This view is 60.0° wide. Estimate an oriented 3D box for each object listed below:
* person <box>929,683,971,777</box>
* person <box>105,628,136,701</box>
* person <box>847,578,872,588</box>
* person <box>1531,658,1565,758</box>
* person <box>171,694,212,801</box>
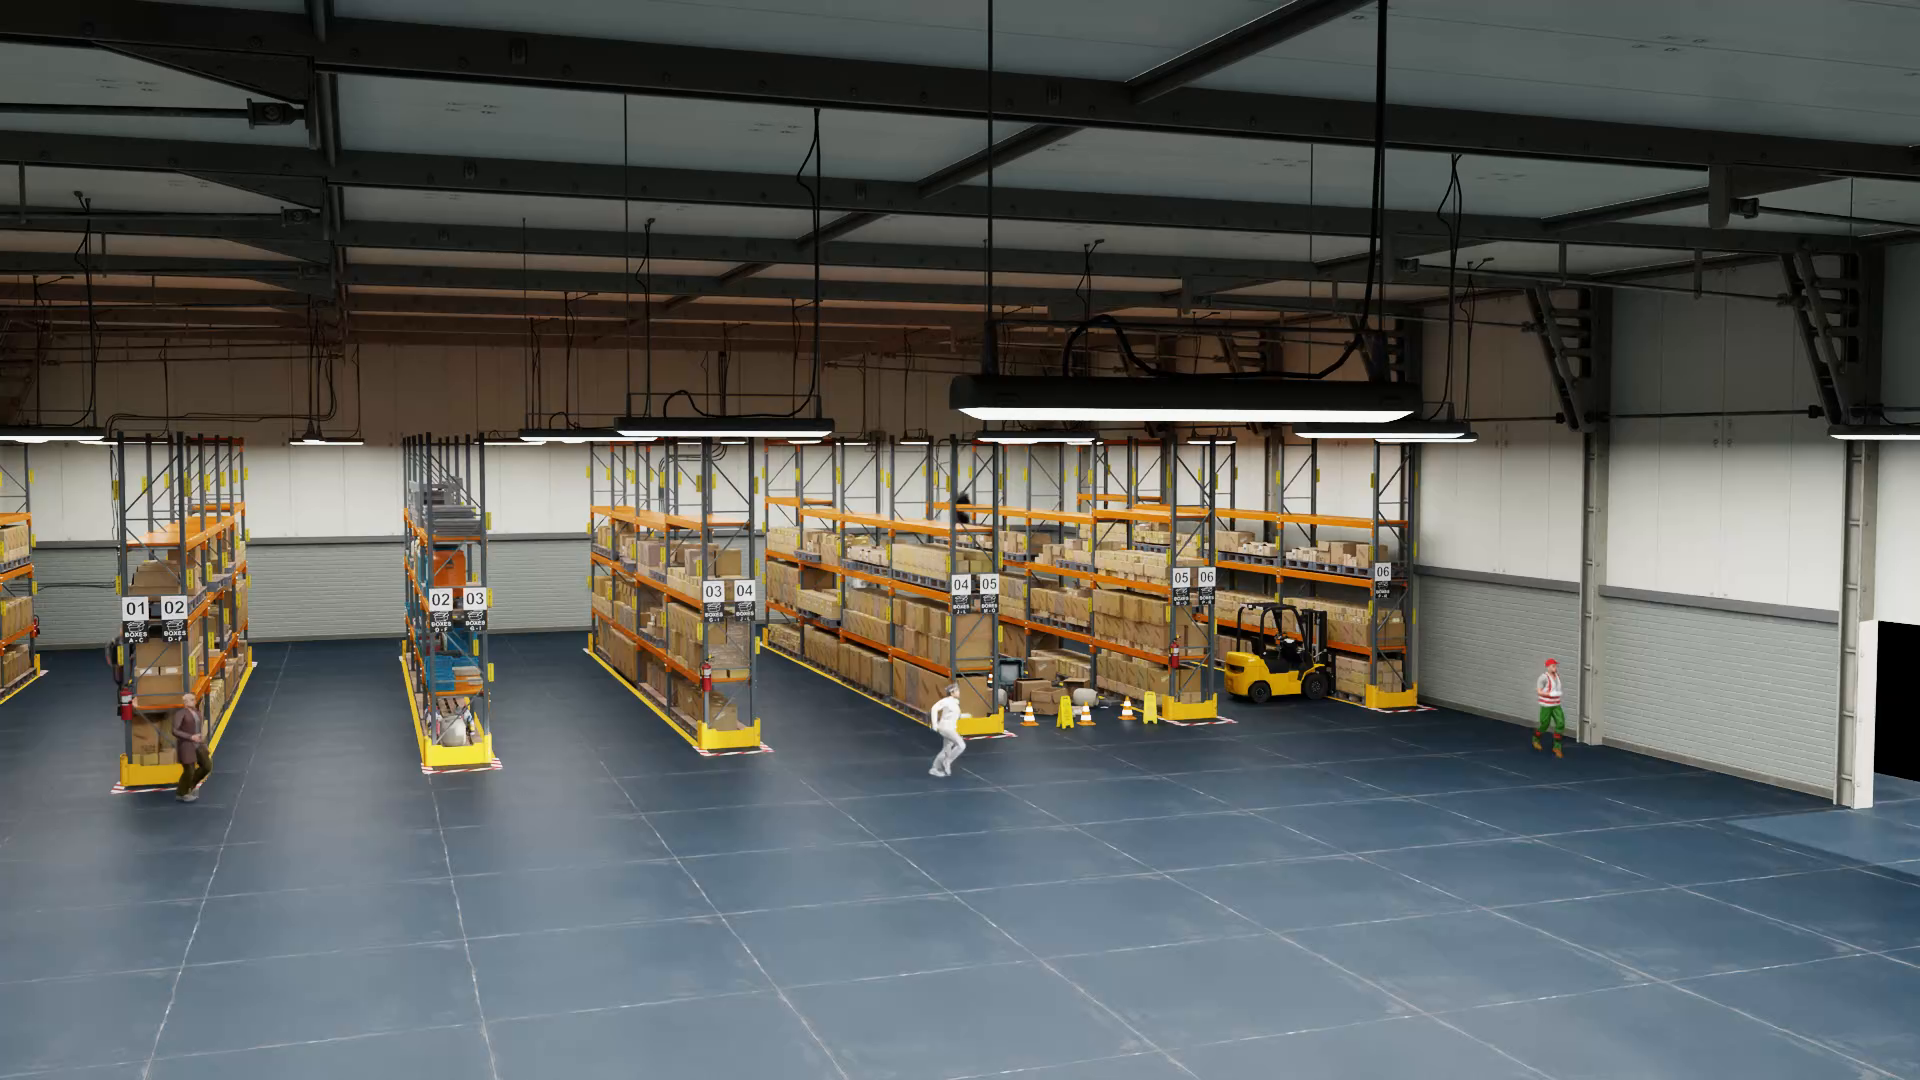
[{"bbox_3d":[-0.177,3.283,28.768,0.741,1.642,0.645,1,3,18],"label":"person"},{"bbox_3d":[-18.982,2.817,37.675,0.693,1.678,0.682,-1,3,-24],"label":"person"},{"bbox_3d":[-3.083,1.717,50.653,0.869,1.817,0.676,-2,4,-31],"label":"person"},{"bbox_3d":[10.968,3.130,31.021,0.678,1.867,0.849,-1,3,-24],"label":"person"},{"bbox_3d":[-12.418,3.351,26.890,0.656,1.745,0.715,1,3,16],"label":"person"}]
